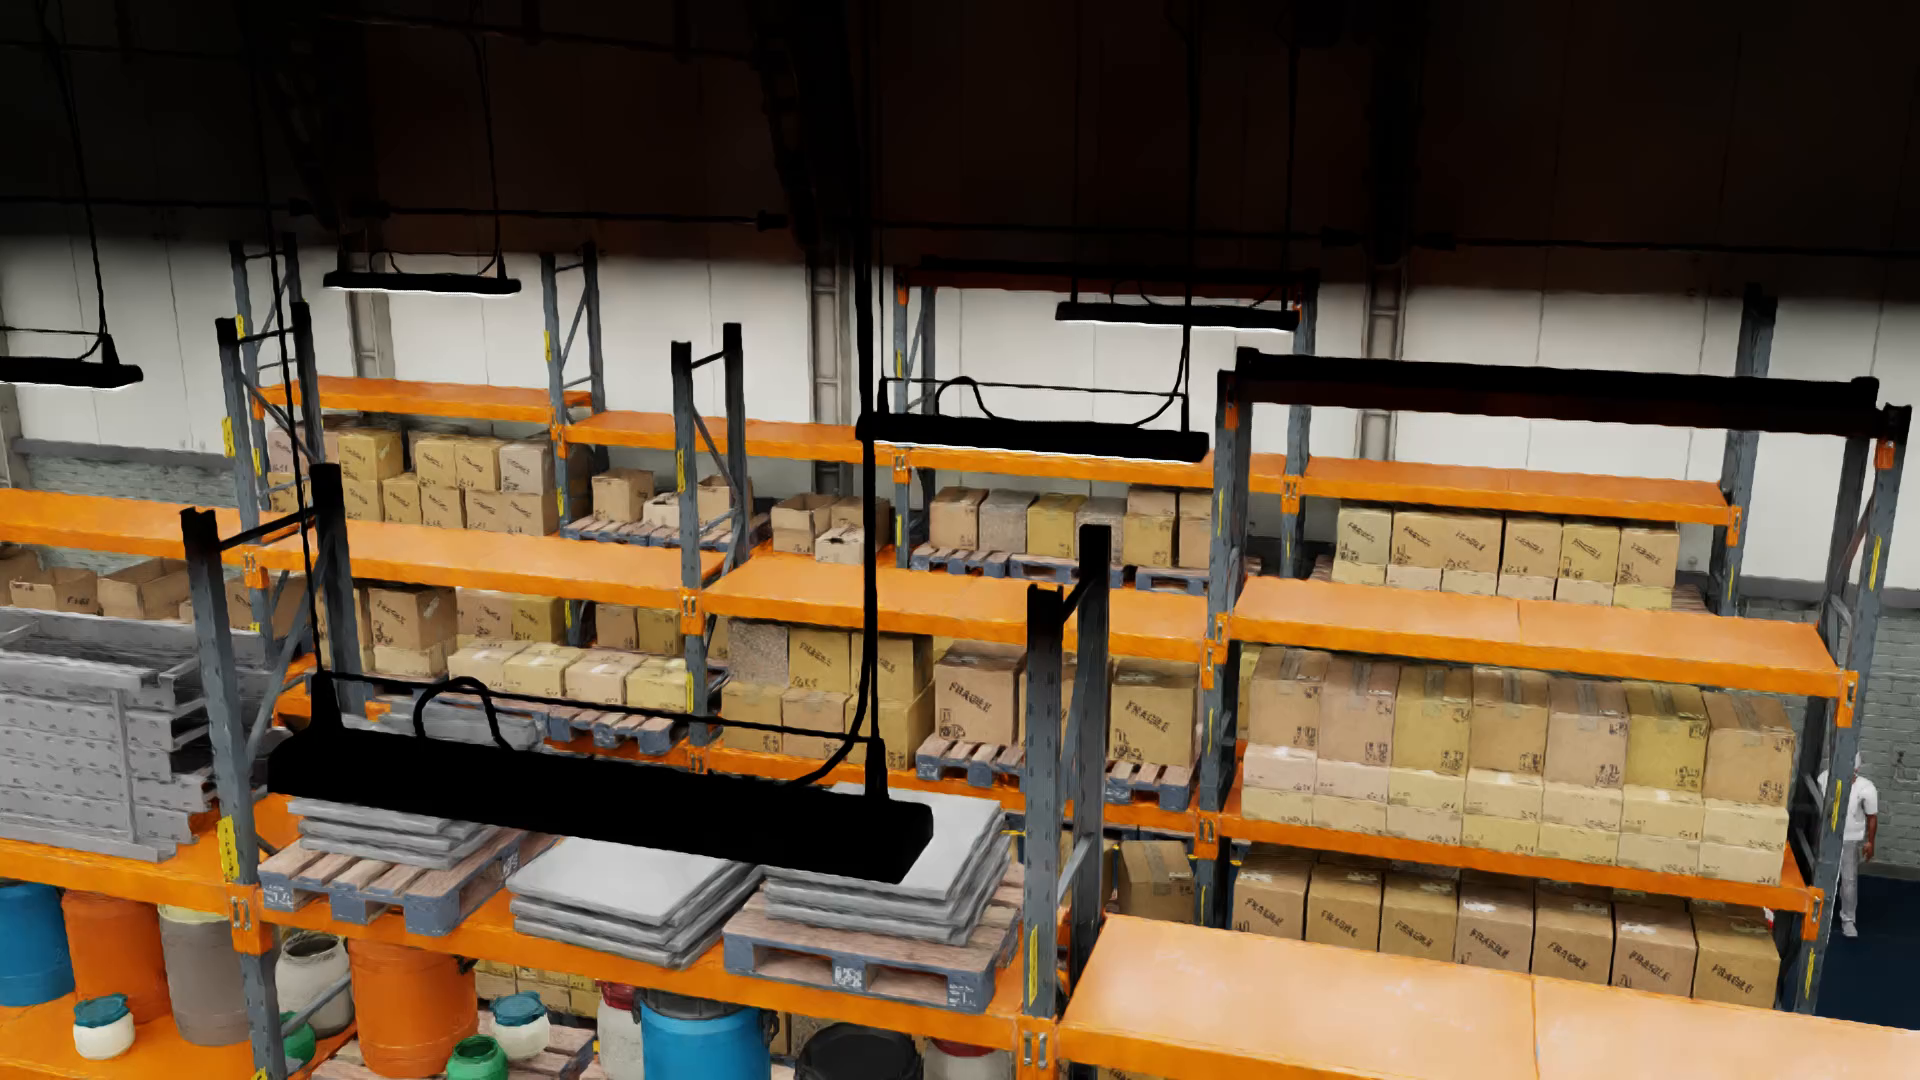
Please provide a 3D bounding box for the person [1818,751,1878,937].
[{"bbox_3d":[8.369,2.809,15.787,0.533,1.758,0.731,-12,20,-35],"label":"person"}]
